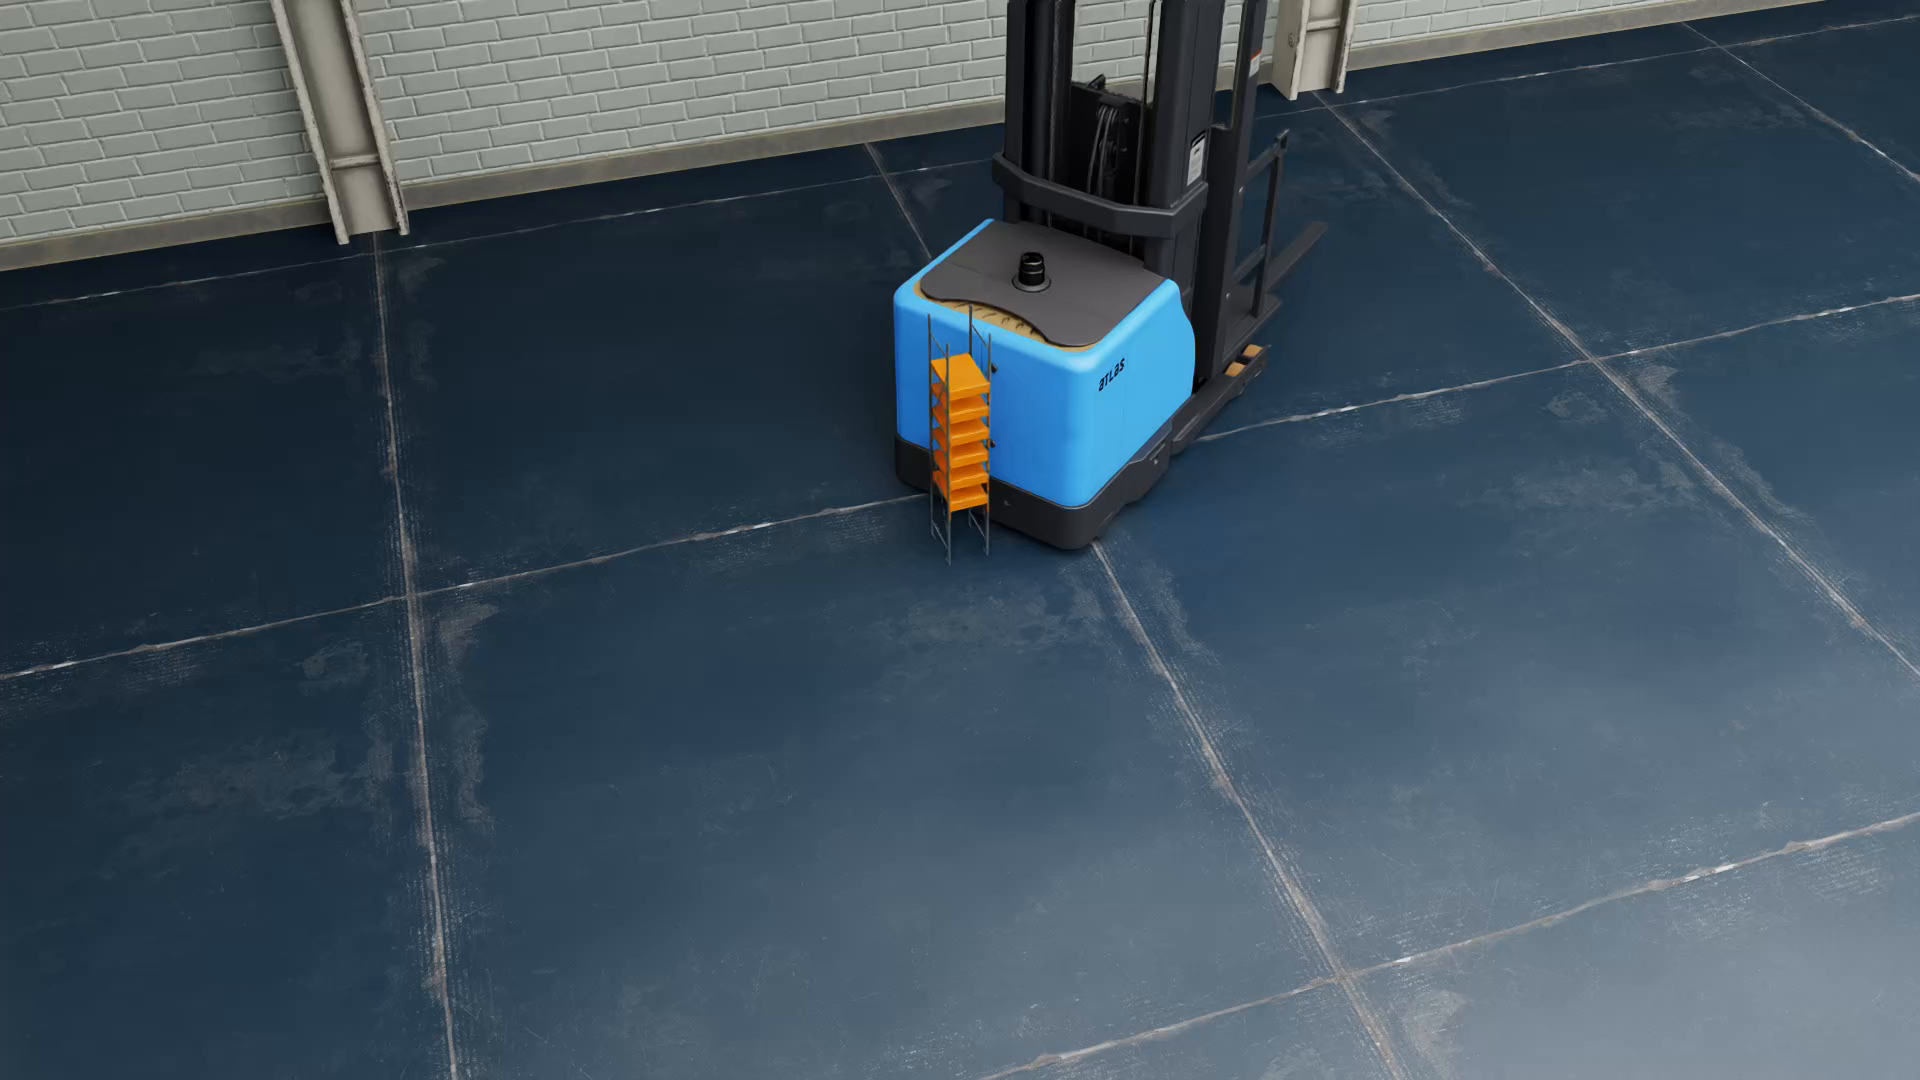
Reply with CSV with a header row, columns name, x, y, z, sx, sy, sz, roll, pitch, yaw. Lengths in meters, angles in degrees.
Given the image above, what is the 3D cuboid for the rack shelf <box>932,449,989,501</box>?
name,x,y,z,sx,sy,sz,roll,pitch,yaw
rack shelf,-0.003,-0.306,7.288,0.180,0.103,0.258,-14,43,-15

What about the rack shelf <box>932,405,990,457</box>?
name,x,y,z,sx,sy,sz,roll,pitch,yaw
rack shelf,-0.003,-0.487,7.129,0.180,0.103,0.258,-14,43,-15

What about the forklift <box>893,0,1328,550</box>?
name,x,y,z,sx,sy,sz,roll,pitch,yaw
forklift,0.932,-1.998,7.658,1.130,2.935,3.031,24,46,25

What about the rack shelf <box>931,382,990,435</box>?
name,x,y,z,sx,sy,sz,roll,pitch,yaw
rack shelf,-0.003,-0.577,7.050,0.180,0.103,0.258,-14,43,-15

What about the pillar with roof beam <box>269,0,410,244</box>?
name,x,y,z,sx,sy,sz,roll,pitch,yaw
pillar with roof beam,-2.130,-2.518,3.643,0.400,9.000,9.100,-12,42,-13

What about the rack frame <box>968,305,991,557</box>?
name,x,y,z,sx,sy,sz,roll,pitch,yaw
rack frame,0.083,-0.451,7.203,0.006,1.200,0.240,-14,43,-15

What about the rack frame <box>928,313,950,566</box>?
name,x,y,z,sx,sy,sz,roll,pitch,yaw
rack frame,-0.089,-0.409,7.155,0.006,1.200,0.240,-14,43,-15

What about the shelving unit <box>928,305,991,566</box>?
name,x,y,z,sx,sy,sz,roll,pitch,yaw
shelving unit,-0.003,-0.430,7.179,0.189,1.200,0.258,-14,43,-15

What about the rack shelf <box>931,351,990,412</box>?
name,x,y,z,sx,sy,sz,roll,pitch,yaw
rack shelf,-0.003,-0.667,6.971,0.180,0.103,0.258,-14,43,-15

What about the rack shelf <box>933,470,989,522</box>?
name,x,y,z,sx,sy,sz,roll,pitch,yaw
rack shelf,-0.003,-0.216,7.367,0.180,0.103,0.258,-14,43,-15

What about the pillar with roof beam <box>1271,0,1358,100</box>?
name,x,y,z,sx,sy,sz,roll,pitch,yaw
pillar with roof beam,3.593,-3.704,5.000,0.400,9.000,9.100,-12,42,-13

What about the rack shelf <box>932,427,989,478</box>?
name,x,y,z,sx,sy,sz,roll,pitch,yaw
rack shelf,-0.003,-0.396,7.209,0.180,0.103,0.258,-14,43,-15
